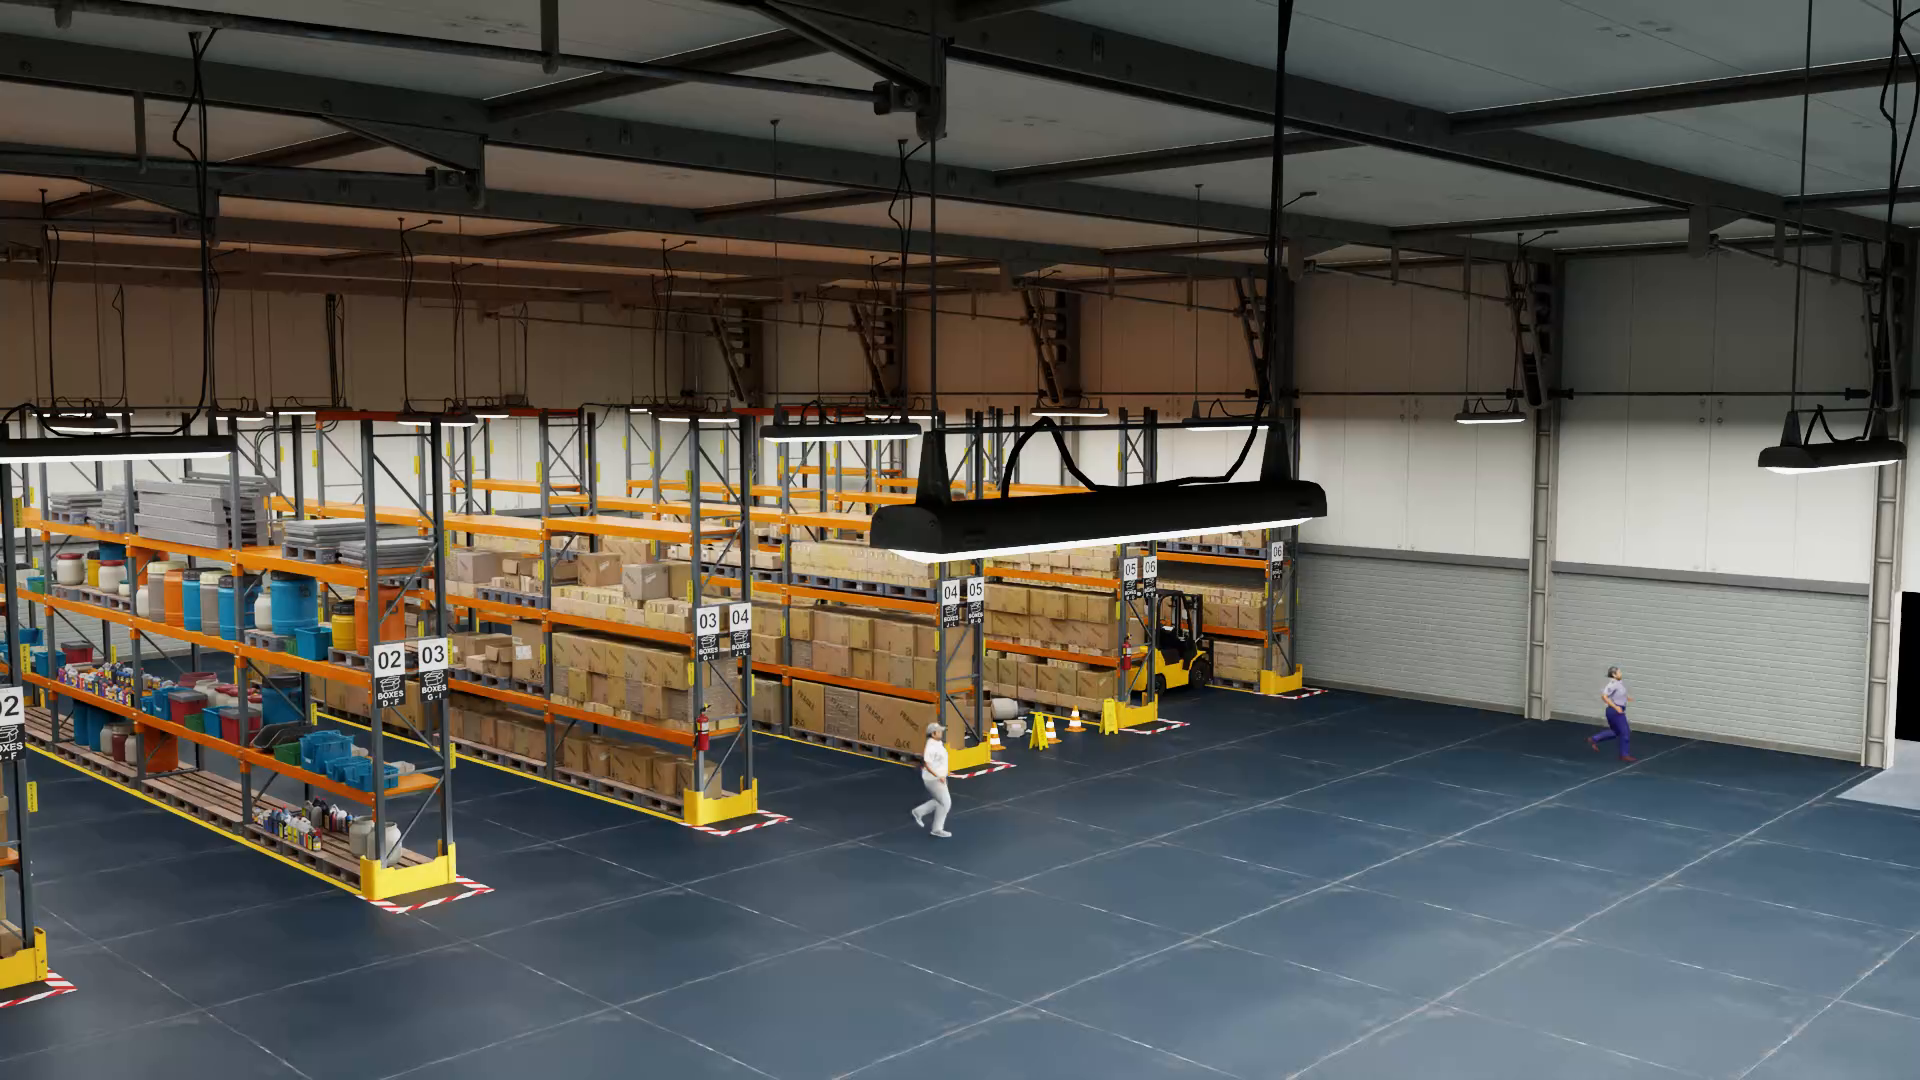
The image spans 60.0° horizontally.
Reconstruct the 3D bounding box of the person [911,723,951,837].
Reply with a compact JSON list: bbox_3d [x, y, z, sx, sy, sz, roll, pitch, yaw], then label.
[{"bbox_3d":[-0.394,3.423,23.787,0.544,1.647,0.602,0,5,0],"label":"person"}]

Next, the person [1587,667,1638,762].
[{"bbox_3d":[11.269,2.984,28.676,0.843,1.615,0.621,2,6,24],"label":"person"}]

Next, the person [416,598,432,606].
[{"bbox_3d":[-12.954,1.968,39.694,0.576,1.702,0.769,-4,7,-39],"label":"person"}]
